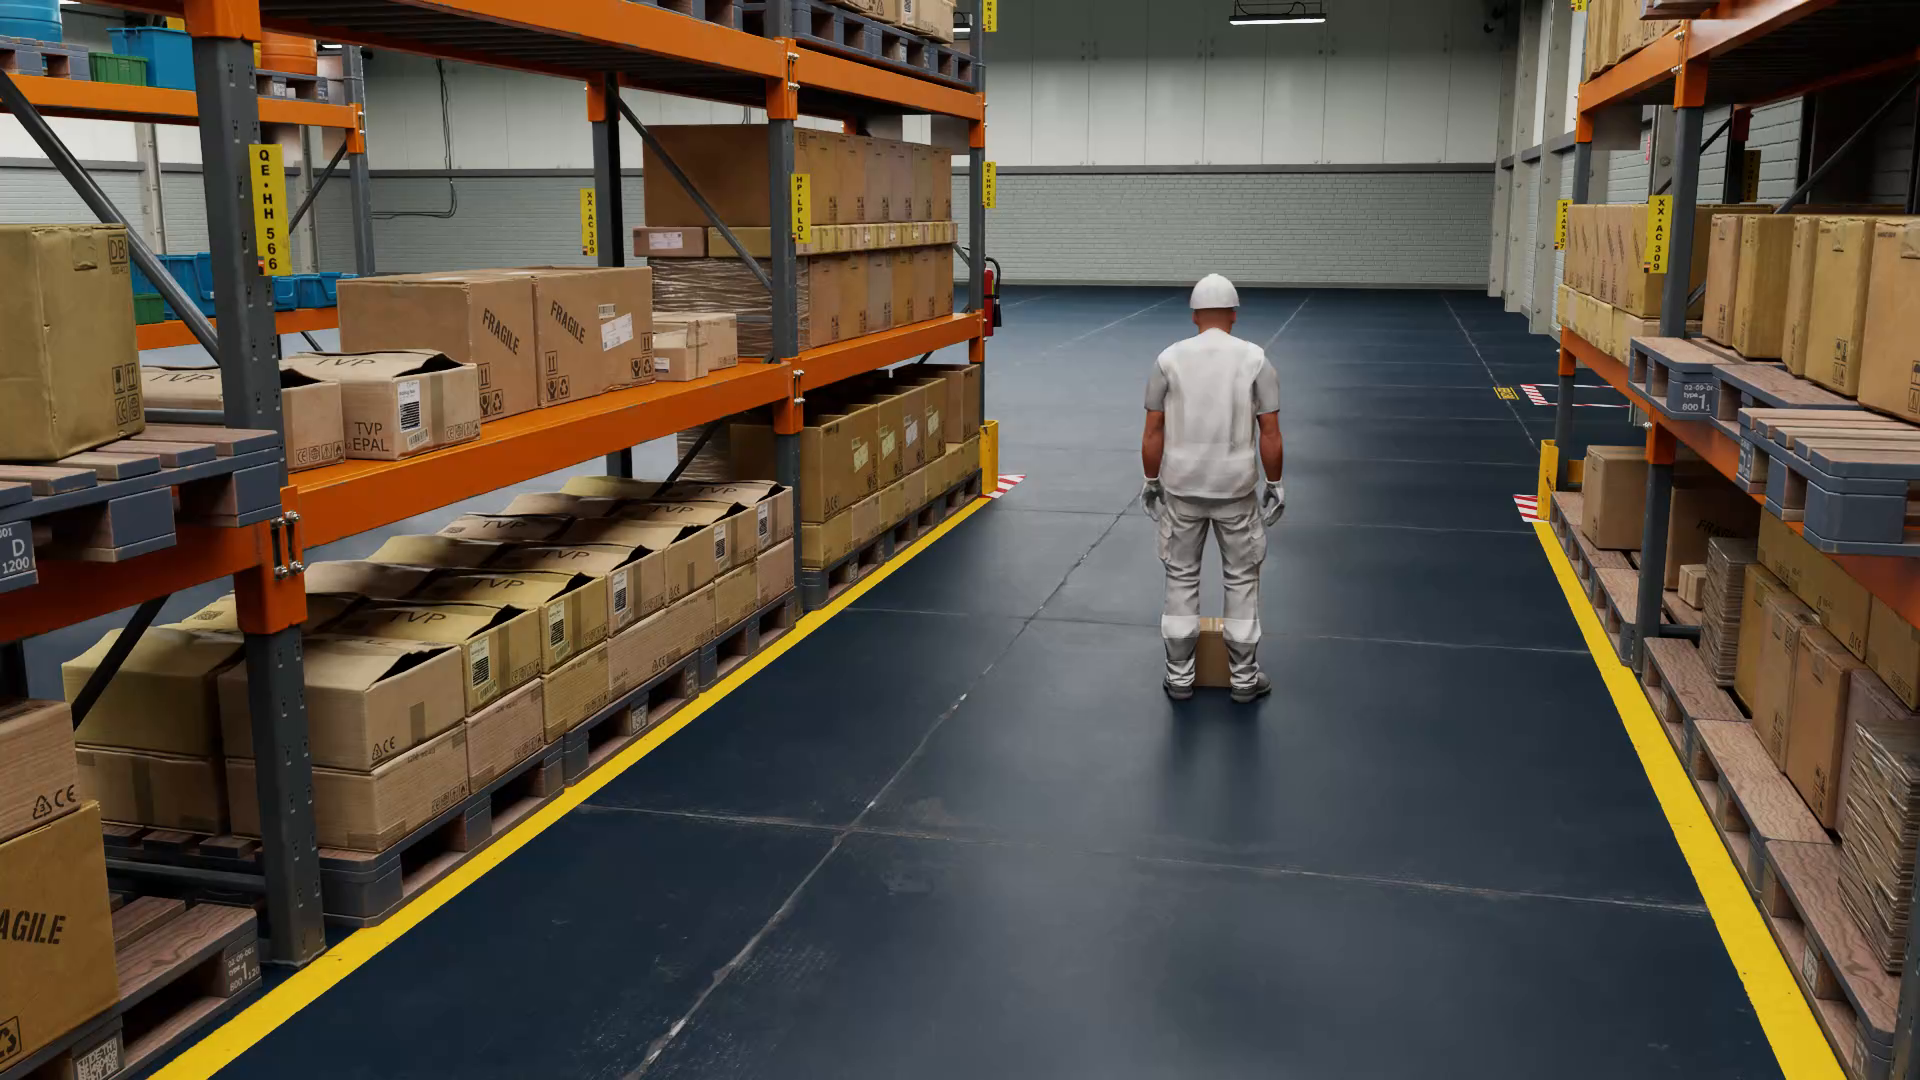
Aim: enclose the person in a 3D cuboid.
[{"bbox_3d":[1.057,-0.212,6.962,0.609,1.779,0.449,3,12,14],"label":"person"}]
